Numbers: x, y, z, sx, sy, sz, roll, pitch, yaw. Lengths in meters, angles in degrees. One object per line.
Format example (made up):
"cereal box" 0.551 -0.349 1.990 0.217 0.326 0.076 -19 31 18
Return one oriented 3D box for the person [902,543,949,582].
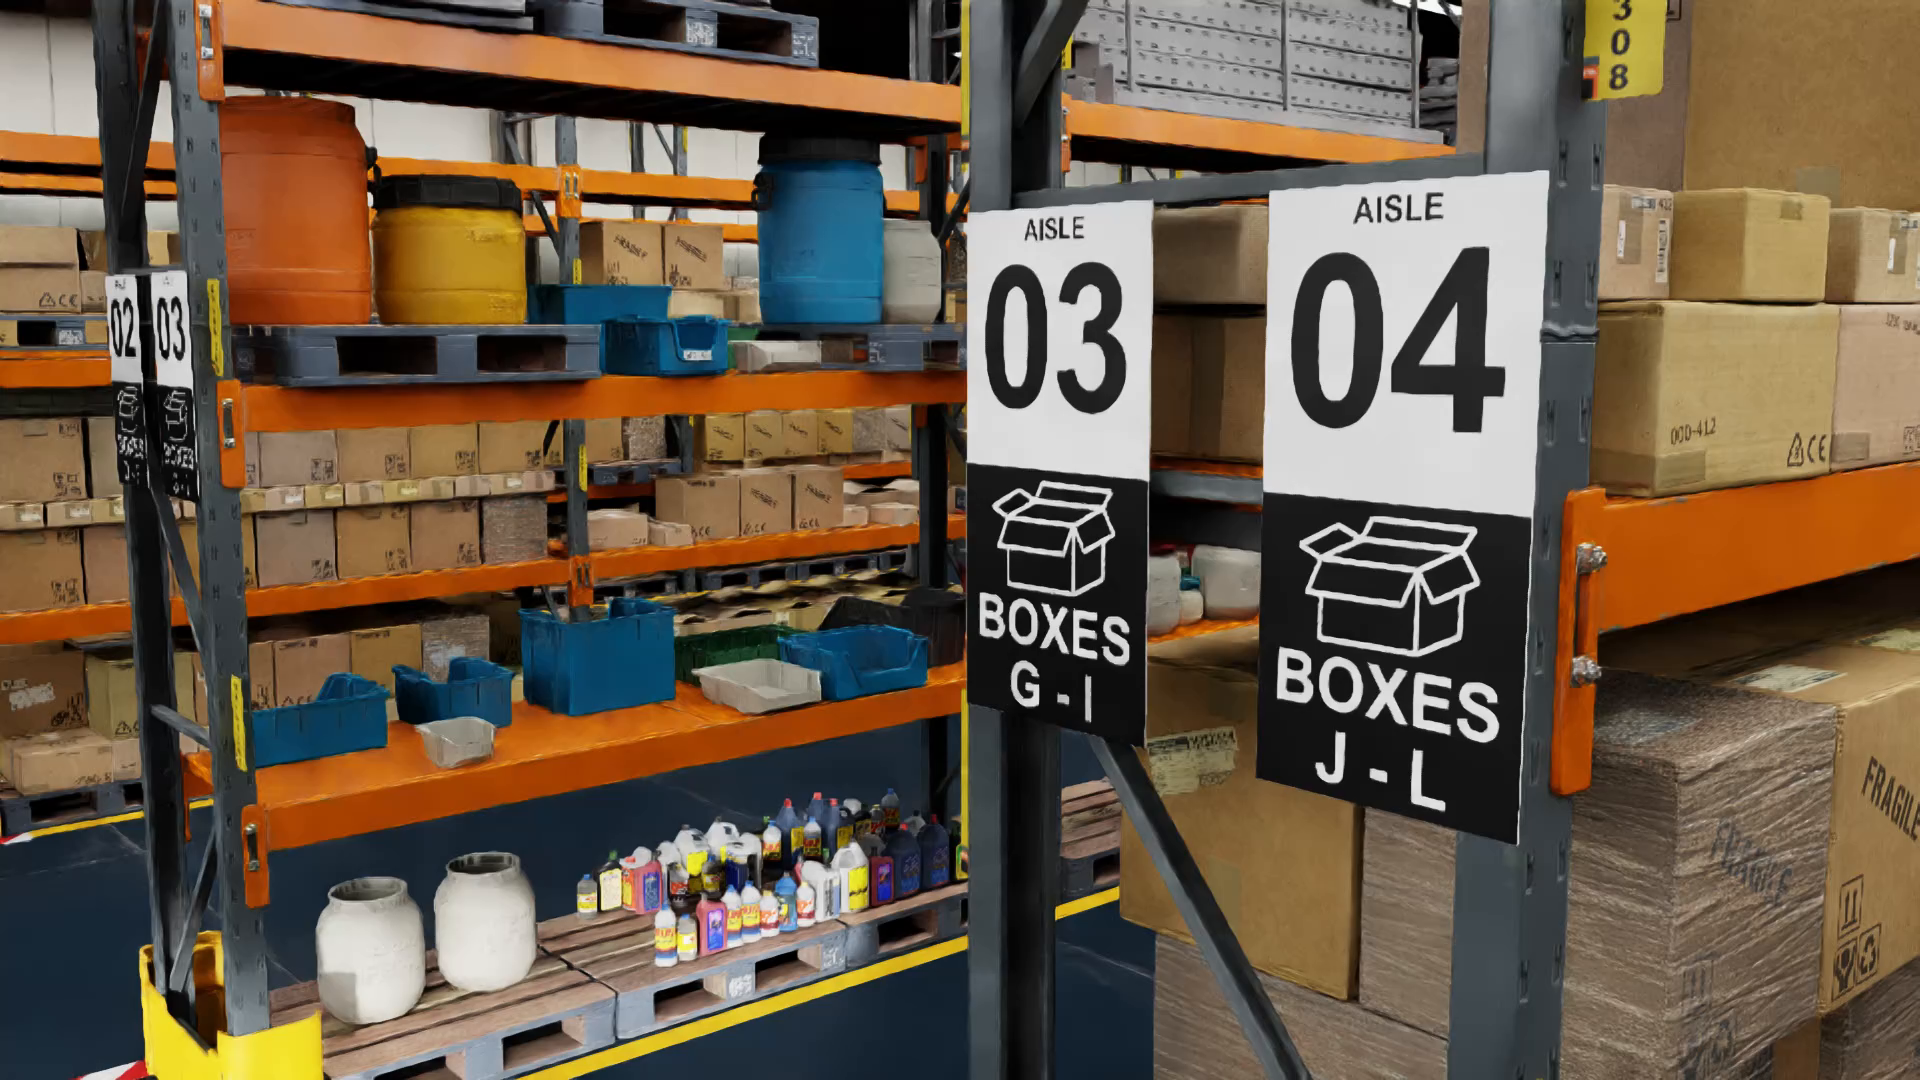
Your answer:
"person" -0.424 -0.047 17.011 0.683 1.681 0.455 -5 9 -35
